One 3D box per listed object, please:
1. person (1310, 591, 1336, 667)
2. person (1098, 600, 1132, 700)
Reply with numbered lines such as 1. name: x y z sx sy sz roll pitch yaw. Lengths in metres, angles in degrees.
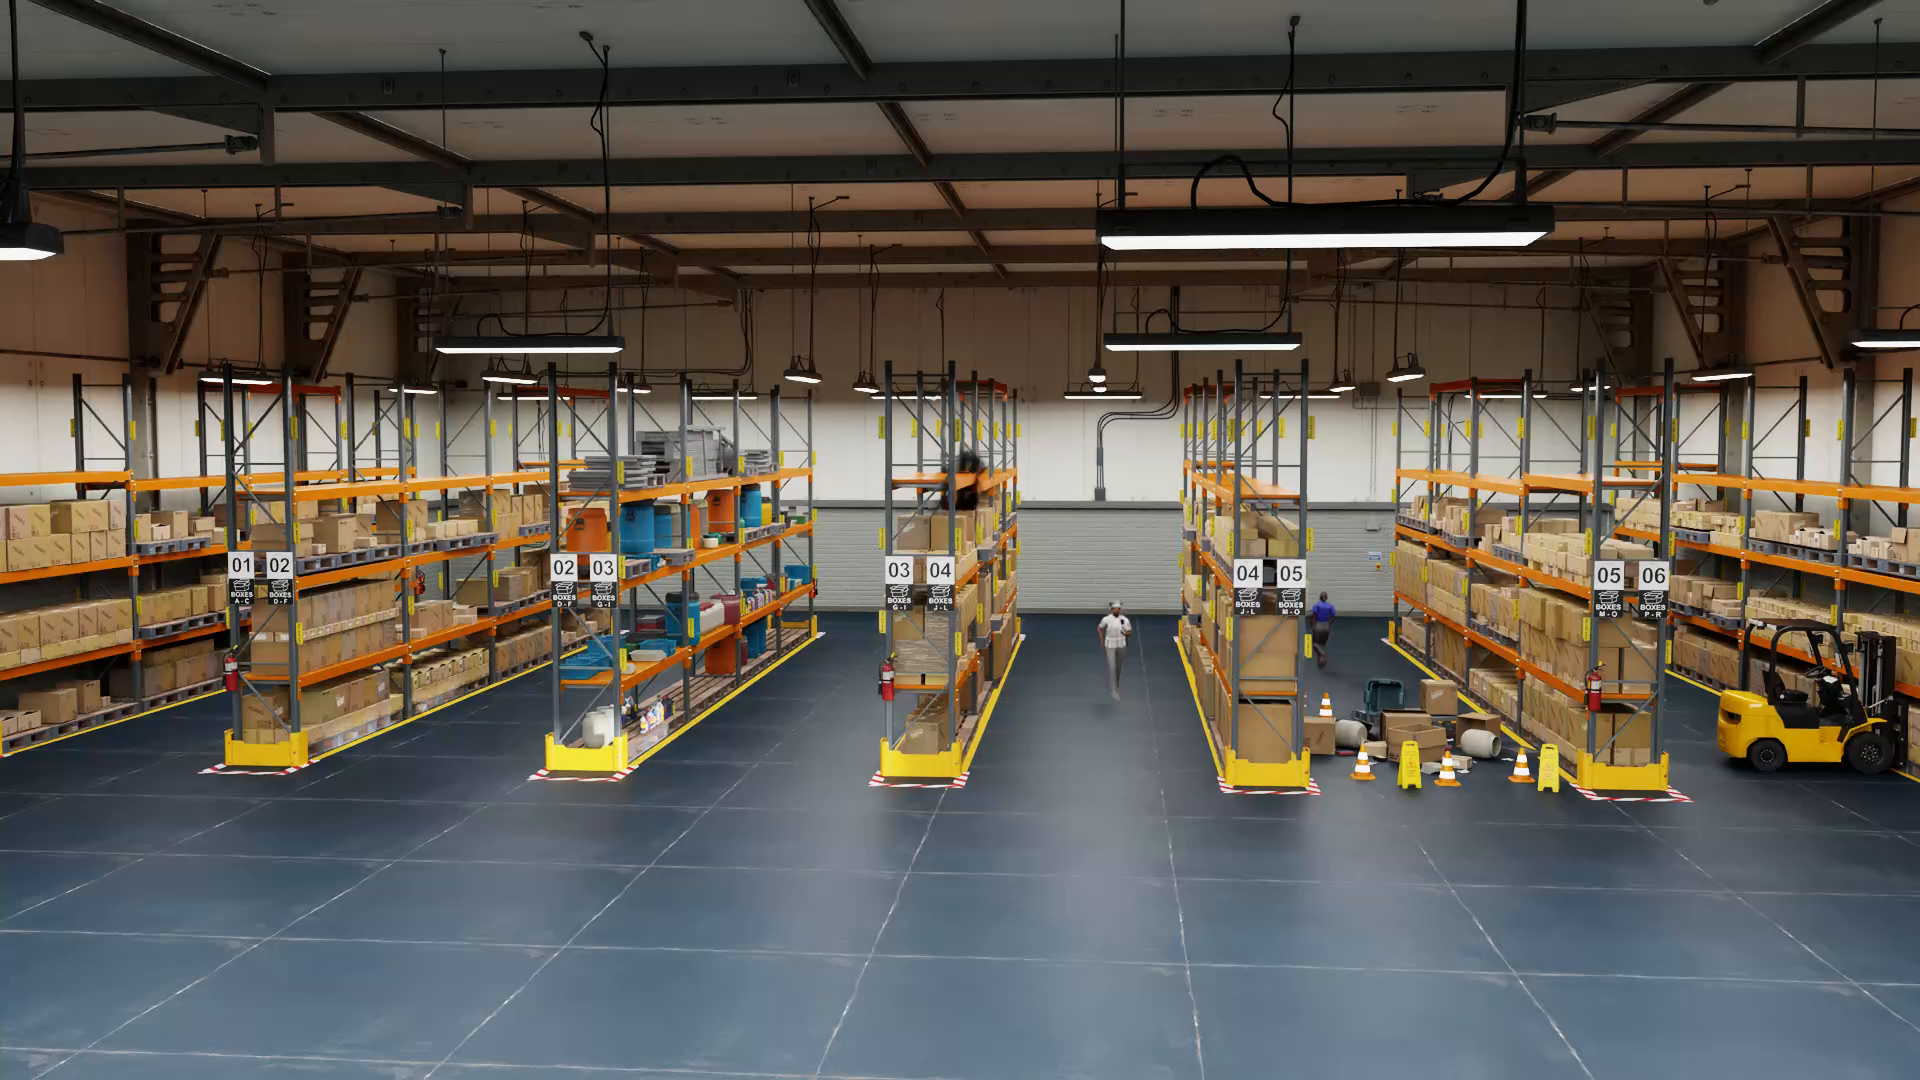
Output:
1. person: 7.646 1.894 35.135 0.580 1.622 0.515 -1 4 -8
2. person: 2.759 1.923 29.443 0.569 1.728 0.867 0 4 -7
